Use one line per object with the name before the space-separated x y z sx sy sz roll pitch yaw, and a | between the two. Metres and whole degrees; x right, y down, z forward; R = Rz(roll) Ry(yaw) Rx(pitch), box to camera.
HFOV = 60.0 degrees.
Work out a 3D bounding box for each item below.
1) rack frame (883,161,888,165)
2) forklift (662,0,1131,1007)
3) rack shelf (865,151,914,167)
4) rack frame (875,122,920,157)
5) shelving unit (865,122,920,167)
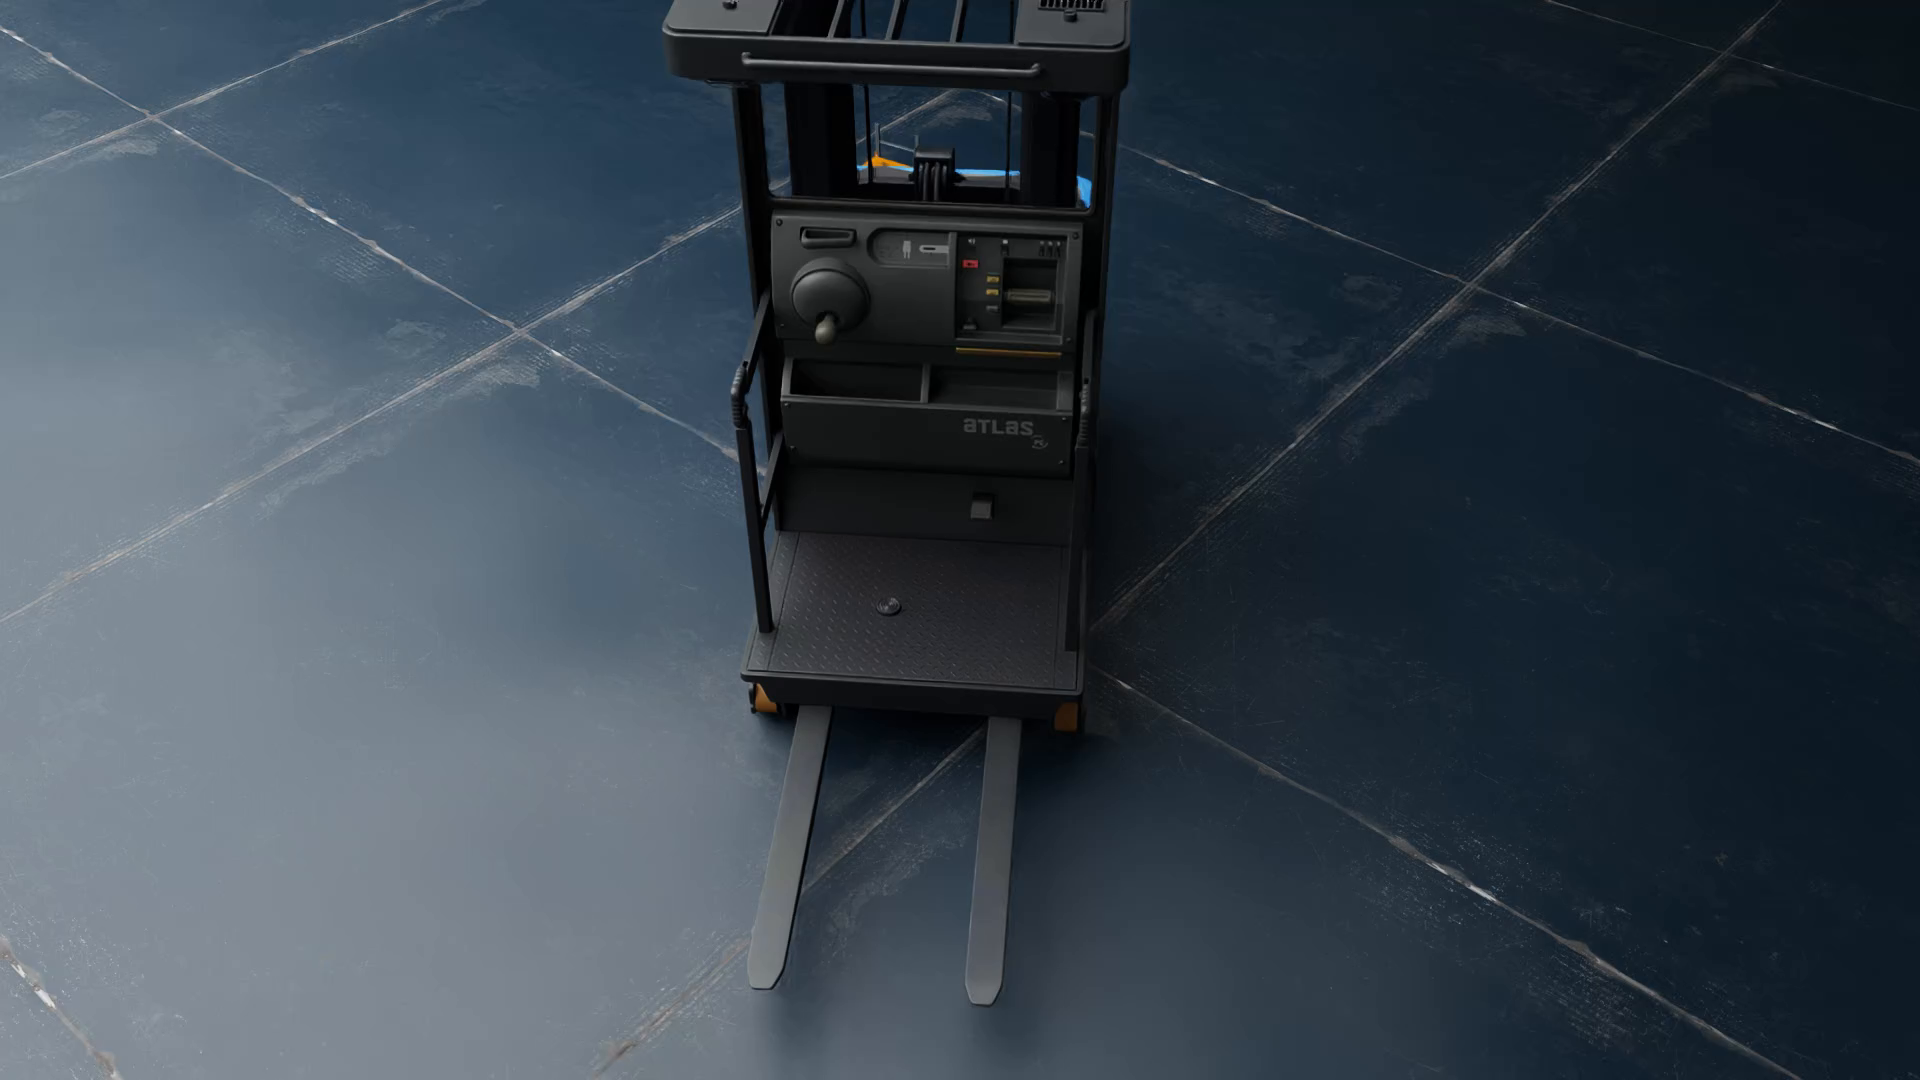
rack frame | -0.361 -1.064 6.640 0.200 1.050 0.008 21 46 21
forklift | -0.117 -0.685 4.825 1.130 2.935 3.031 3 42 4
rack shelf | -0.302 -1.338 6.535 0.215 0.259 0.240 21 46 21
rack frame | -0.242 -1.207 6.797 0.200 1.050 0.008 21 46 21
shelving unit | -0.302 -1.136 6.718 0.215 1.050 0.252 21 46 21
